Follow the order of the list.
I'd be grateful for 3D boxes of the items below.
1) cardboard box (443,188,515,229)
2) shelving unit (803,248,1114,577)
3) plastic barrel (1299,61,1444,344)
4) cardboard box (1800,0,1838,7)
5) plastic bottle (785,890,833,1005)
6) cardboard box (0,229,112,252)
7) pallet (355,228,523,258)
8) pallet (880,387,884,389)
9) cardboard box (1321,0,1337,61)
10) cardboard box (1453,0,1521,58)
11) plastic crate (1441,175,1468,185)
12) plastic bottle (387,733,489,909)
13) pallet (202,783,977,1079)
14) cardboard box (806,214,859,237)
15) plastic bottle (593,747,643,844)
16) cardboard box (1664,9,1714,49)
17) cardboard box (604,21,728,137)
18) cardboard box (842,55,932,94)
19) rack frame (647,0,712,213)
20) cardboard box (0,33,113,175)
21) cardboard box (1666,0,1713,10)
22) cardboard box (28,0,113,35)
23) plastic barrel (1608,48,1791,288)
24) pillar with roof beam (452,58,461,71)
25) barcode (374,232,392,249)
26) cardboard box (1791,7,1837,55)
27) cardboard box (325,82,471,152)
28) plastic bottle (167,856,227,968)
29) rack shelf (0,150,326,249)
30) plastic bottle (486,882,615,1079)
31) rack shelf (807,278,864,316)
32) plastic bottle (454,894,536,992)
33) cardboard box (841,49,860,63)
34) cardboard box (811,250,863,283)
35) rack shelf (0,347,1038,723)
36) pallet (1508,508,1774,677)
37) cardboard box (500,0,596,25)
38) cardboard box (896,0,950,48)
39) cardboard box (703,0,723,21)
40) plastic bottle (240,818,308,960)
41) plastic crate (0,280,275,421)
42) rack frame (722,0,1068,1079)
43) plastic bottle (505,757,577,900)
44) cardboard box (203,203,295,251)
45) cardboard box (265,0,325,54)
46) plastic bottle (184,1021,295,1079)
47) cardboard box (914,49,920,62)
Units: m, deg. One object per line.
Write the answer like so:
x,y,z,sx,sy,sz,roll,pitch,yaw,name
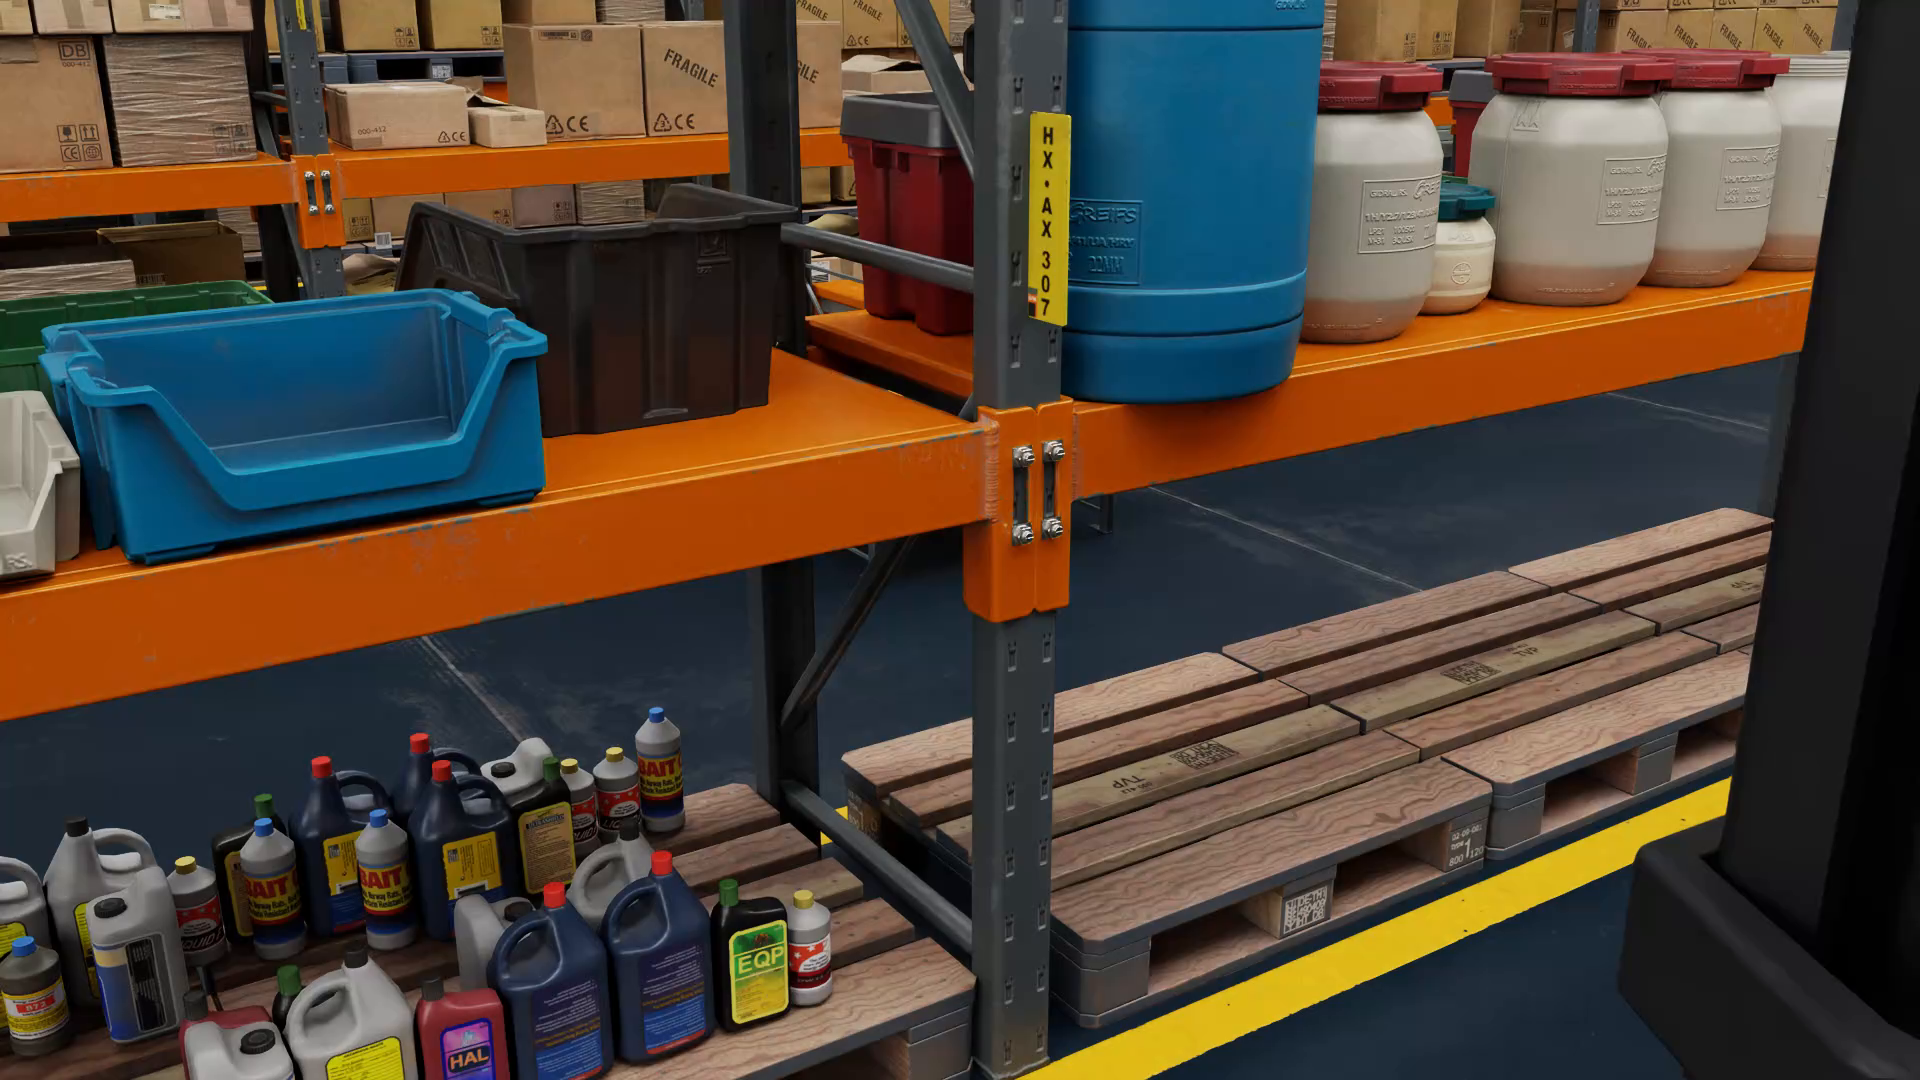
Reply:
-3.727,-2.607,12.490,0.500,0.500,0.700,-12,22,-32,cardboard box
0.006,-0.534,6.068,1.048,1.125,0.538,-12,22,-31,shelving unit
0.766,-0.698,3.415,0.433,0.535,0.433,0,19,0,plastic barrel
6.075,-4.151,12.122,0.500,0.500,0.500,-11,22,-30,cardboard box
-0.285,0.740,3.054,0.097,0.201,0.097,0,19,0,plastic bottle
-3.847,-1.013,7.025,0.500,0.500,0.500,-12,22,-31,cardboard box
-3.933,-2.207,12.443,1.213,0.211,1.003,-12,22,-31,pallet
-0.243,-1.099,9.165,1.213,0.211,1.003,-12,22,-31,pallet
1.799,-3.052,9.776,0.500,0.500,0.700,-8,20,-21,cardboard box
3.288,-3.482,11.048,0.700,0.500,0.500,14,23,35,cardboard box
1.146,-0.806,4.276,0.662,0.188,0.450,-12,22,-31,plastic crate
-1.056,0.553,3.373,0.185,0.351,0.144,-11,22,-30,plastic bottle
-0.737,0.904,3.242,1.213,0.211,1.003,-12,22,-31,pallet
-0.567,-1.608,9.079,0.500,0.311,0.500,-13,22,-33,cardboard box
-0.745,0.550,3.617,0.097,0.201,0.097,0,19,0,plastic bottle
4.809,-3.414,11.504,0.500,0.500,0.500,-11,22,-30,cardboard box
-1.366,-2.209,7.939,0.500,0.500,0.500,-12,22,-31,cardboard box
-0.387,-2.406,8.818,0.500,0.311,0.500,-12,22,-32,cardboard box
-2.261,-3.879,13.034,0.127,3.000,1.000,-12,22,-31,rack frame
-3.678,-1.723,6.501,0.500,0.500,0.700,-12,22,-32,cardboard box
4.786,-3.879,11.317,0.500,0.500,0.500,-13,22,-33,cardboard box
-3.409,-2.009,6.336,0.250,0.149,0.380,-13,22,-33,cardboard box
1.741,-0.904,4.023,0.433,0.535,0.433,0,19,0,plastic barrel
-1.455,-5.572,8.674,0.400,9.000,9.100,-12,22,-31,pillar with roof beam
-2.432,-1.262,7.012,0.075,0.075,0.001,-12,22,-31,barcode
6.072,-3.680,12.292,0.500,0.500,0.500,-12,22,-31,cardboard box
-2.487,-1.877,7.348,0.500,0.250,0.500,-10,21,-28,cardboard box
-1.462,0.701,3.170,0.097,0.201,0.097,0,19,0,plastic bottle
-4.545,-1.157,6.106,4.000,0.370,1.077,-12,22,-31,rack shelf
-0.693,0.747,2.802,0.185,0.351,0.144,-13,23,-34,plastic bottle
0.006,-0.811,5.974,1.000,0.278,0.538,-12,22,-31,rack shelf
-0.795,0.747,2.918,0.135,0.276,0.152,-12,22,-31,plastic bottle
-1.021,-3.957,13.626,0.250,0.149,0.380,-11,22,-30,cardboard box
-0.689,-1.377,8.396,0.500,0.311,0.500,-12,22,-32,cardboard box
-1.824,0.169,2.185,4.000,0.370,1.077,-12,22,-31,rack shelf
2.519,0.218,5.270,1.213,0.211,1.003,-12,22,-31,pallet
-3.100,-3.943,12.382,0.500,0.500,0.700,-14,23,-36,cardboard box
-0.427,-4.364,13.819,0.500,0.500,0.500,-11,22,-30,cardboard box
-1.715,-4.094,13.018,0.500,0.500,0.500,-11,22,-30,cardboard box
-1.315,0.660,3.182,0.097,0.271,0.097,0,19,0,plastic bottle
-1.442,-0.260,2.662,0.662,0.188,0.450,-12,22,-31,plastic crate
-0.153,-0.524,3.112,0.127,3.000,1.000,-12,22,-31,rack frame
-0.856,0.586,3.383,0.133,0.283,0.061,-12,22,-31,plastic bottle
-4.996,-2.333,11.677,0.500,0.500,0.700,-11,22,-30,cardboard box
-4.687,-3.607,11.387,0.500,0.500,0.700,-9,21,-26,cardboard box
-1.100,0.866,2.564,0.135,0.276,0.152,-11,22,-30,plastic bottle
-0.360,-4.083,13.999,0.250,0.149,0.380,-11,22,-30,cardboard box
